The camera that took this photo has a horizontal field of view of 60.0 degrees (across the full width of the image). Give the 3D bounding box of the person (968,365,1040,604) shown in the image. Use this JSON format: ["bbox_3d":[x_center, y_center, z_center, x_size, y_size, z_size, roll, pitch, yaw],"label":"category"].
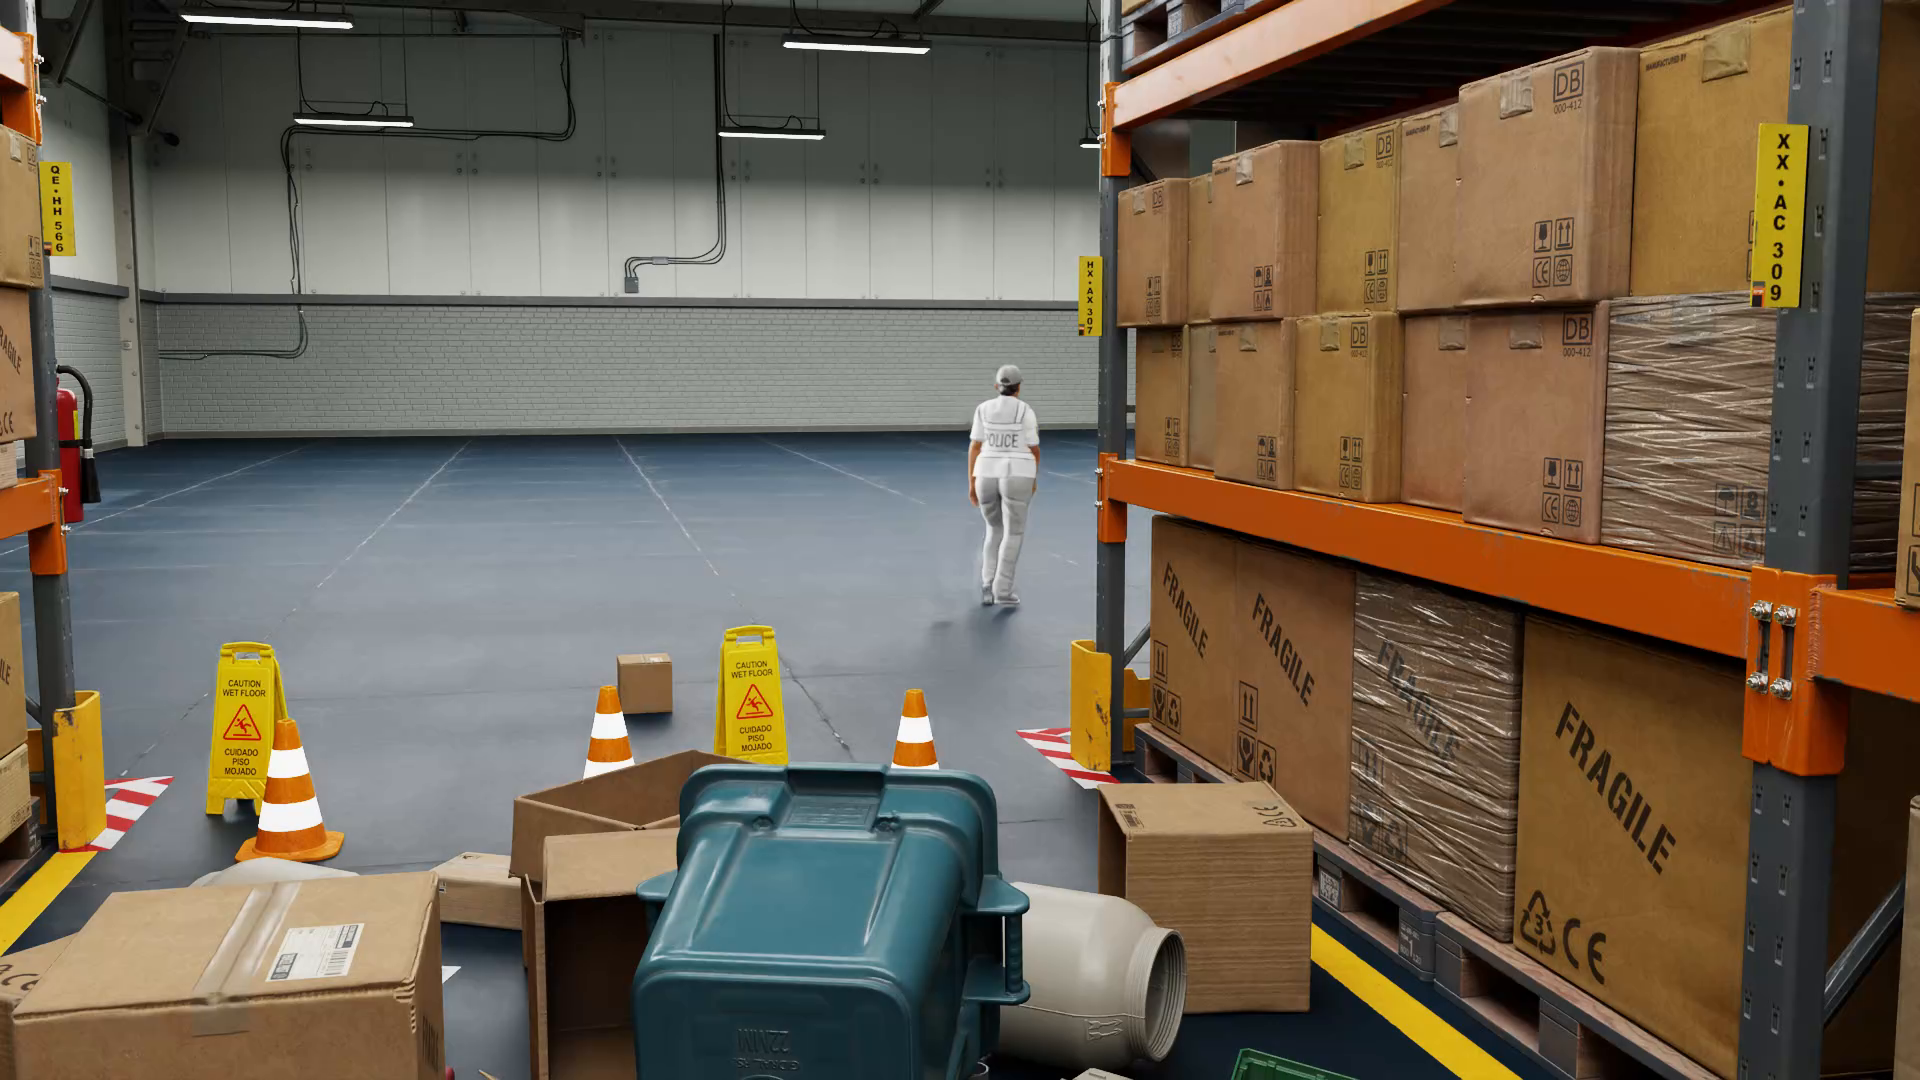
[{"bbox_3d":[0.316,-0.346,11.522,0.479,1.731,0.547,3,7,25],"label":"person"}]
